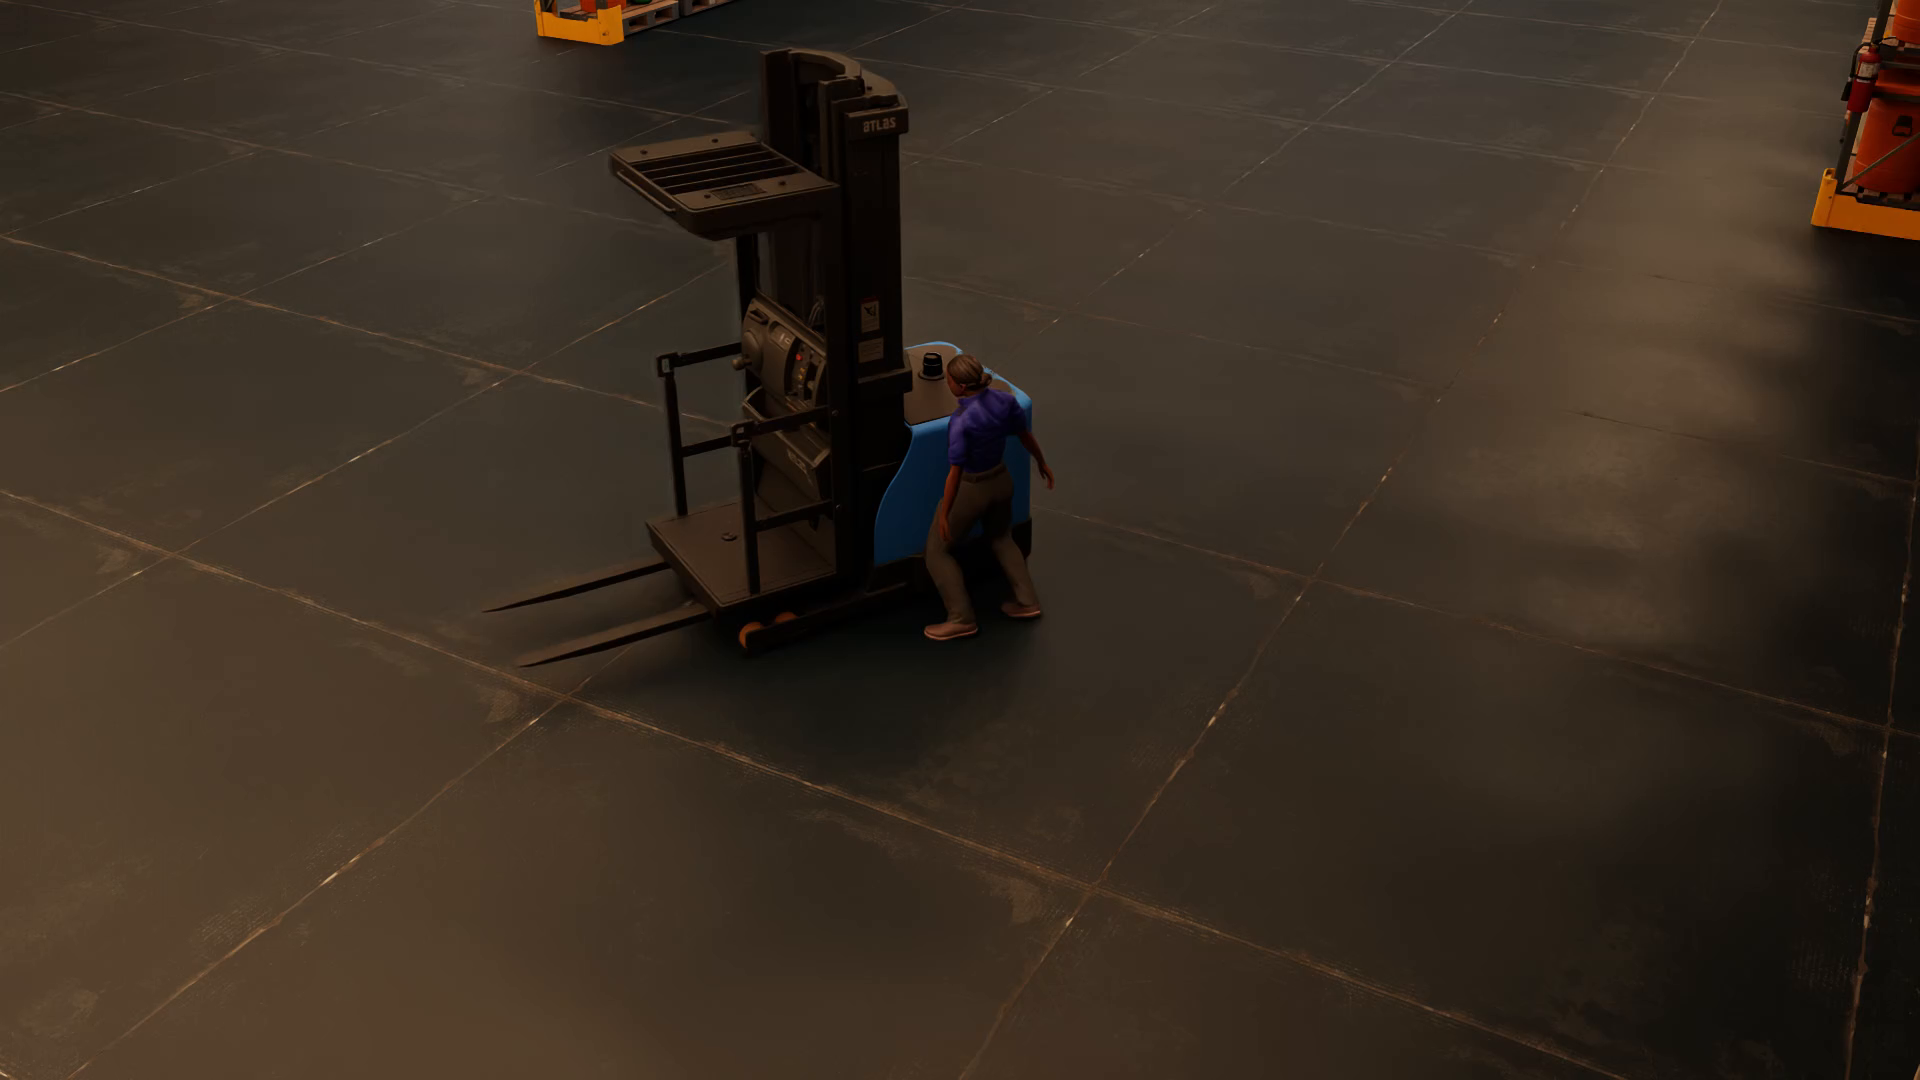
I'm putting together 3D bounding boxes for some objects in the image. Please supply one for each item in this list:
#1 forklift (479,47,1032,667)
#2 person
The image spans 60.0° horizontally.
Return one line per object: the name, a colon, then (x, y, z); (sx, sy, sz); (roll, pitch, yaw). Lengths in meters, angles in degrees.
forklift: (-1.114, -0.963, 8.739); (3.031, 2.935, 1.130); (-17, 34, -26)
person: (0.171, -0.245, 8.878); (0.818, 1.614, 0.472); (-23, 37, -34)
